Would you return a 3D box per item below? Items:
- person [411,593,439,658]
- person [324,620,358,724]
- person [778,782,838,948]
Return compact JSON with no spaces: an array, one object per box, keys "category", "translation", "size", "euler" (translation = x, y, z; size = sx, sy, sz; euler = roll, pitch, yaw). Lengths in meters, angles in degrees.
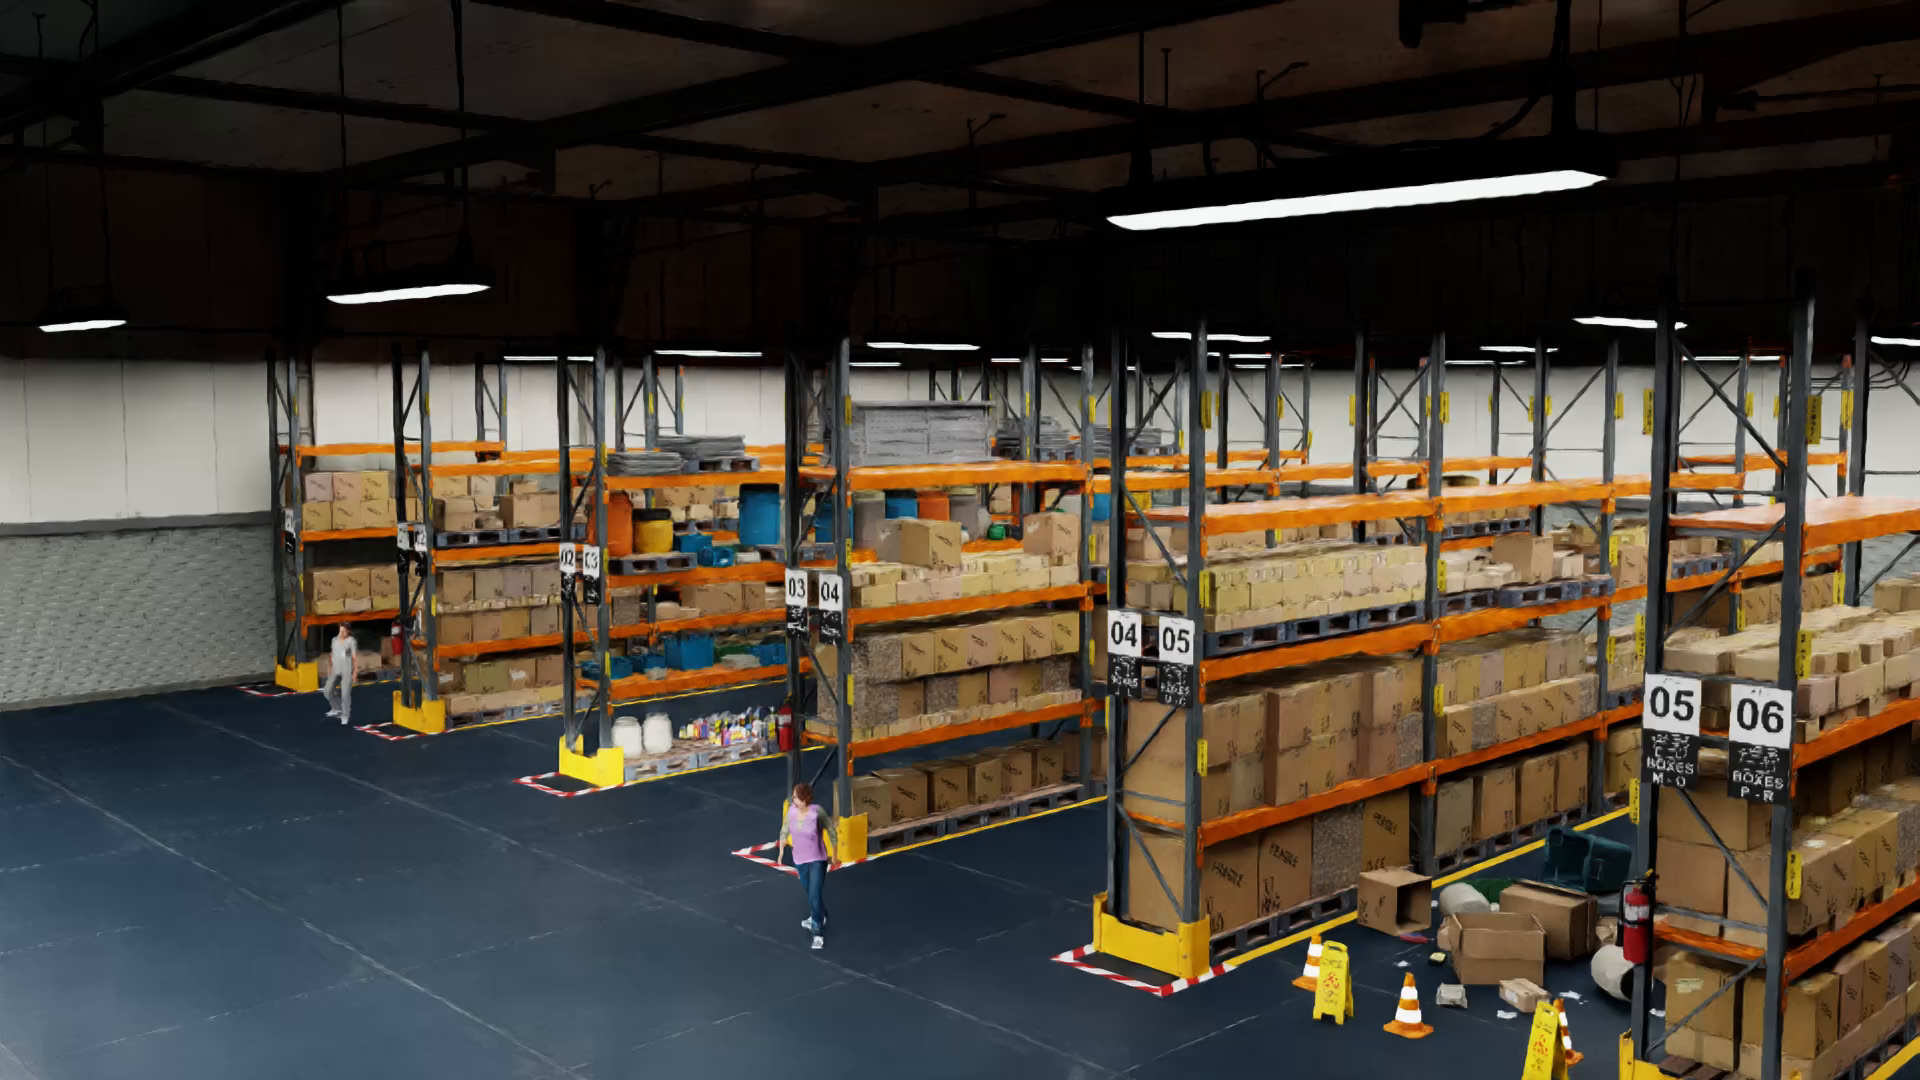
[{"category":"person","translation":[-9.346,1.750,29.467],"size":[0.654,1.717,0.765],"euler":[2,5,24]},{"category":"person","translation":[-9.792,2.068,26.317],"size":[0.642,1.657,0.499],"euler":[1,5,9]},{"category":"person","translation":[-1.402,3.024,15.800],"size":[0.561,1.525,0.788],"euler":[3,6,28]}]
